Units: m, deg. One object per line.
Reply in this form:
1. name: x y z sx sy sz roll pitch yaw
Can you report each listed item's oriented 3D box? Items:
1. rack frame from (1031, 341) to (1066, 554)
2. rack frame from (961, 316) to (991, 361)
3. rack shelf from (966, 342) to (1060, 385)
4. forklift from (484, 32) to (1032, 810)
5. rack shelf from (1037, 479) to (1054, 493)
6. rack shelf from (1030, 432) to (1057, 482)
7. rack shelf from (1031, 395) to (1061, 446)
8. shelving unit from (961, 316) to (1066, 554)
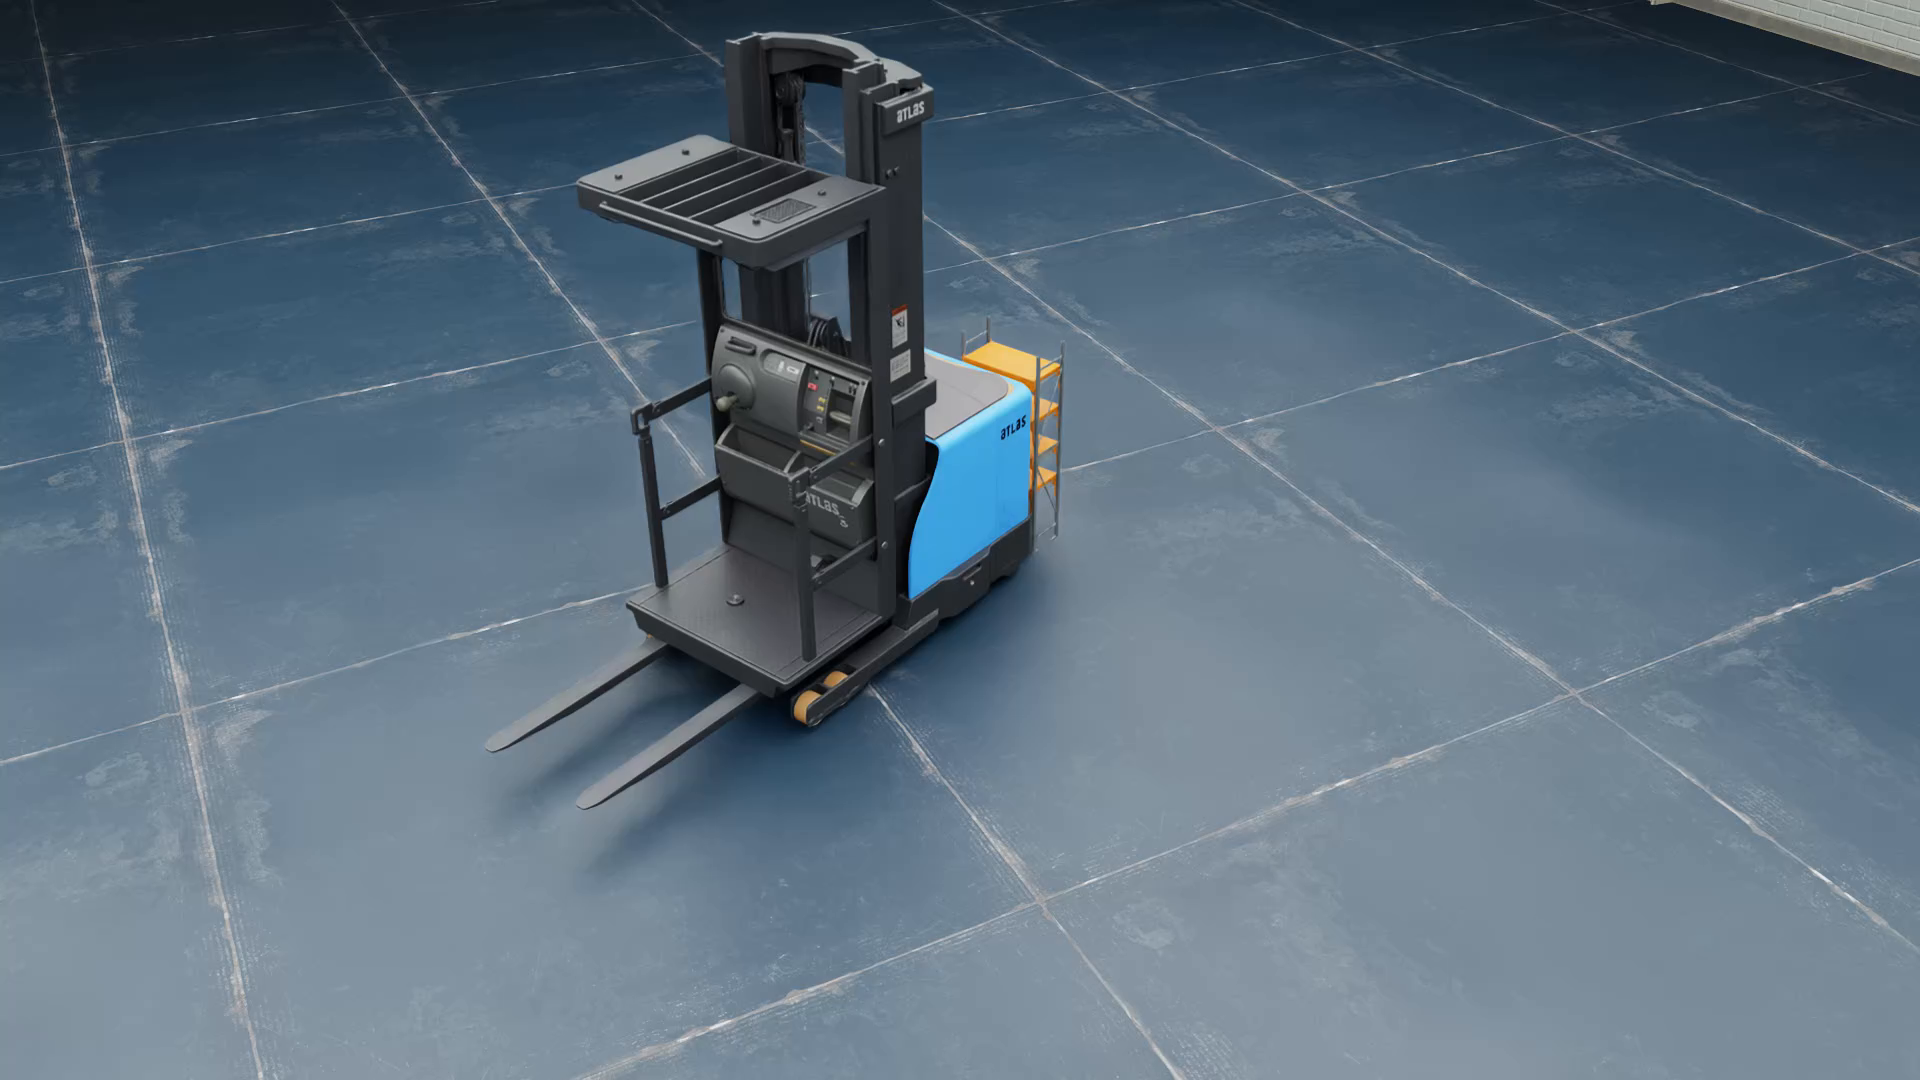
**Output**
1. rack frame: 0.469 -0.478 8.884 0.015 1.200 0.240 23 39 31
2. rack frame: 0.085 -0.641 9.138 0.015 1.200 0.240 23 39 31
3. rack shelf: 0.277 -0.923 8.778 0.457 0.050 0.221 23 39 31
4. forklift: -0.923 -0.656 7.557 1.130 2.935 3.031 23 39 31
5. rack shelf: 0.277 -0.360 9.139 0.442 0.029 0.199 23 39 31
6. rack shelf: 0.277 -0.503 9.047 0.480 0.148 0.258 23 39 31
7. rack shelf: 0.277 -0.691 8.927 0.480 0.148 0.258 23 39 31
8. shelving unit: 0.277 -0.559 9.011 0.503 1.200 0.258 23 39 31
